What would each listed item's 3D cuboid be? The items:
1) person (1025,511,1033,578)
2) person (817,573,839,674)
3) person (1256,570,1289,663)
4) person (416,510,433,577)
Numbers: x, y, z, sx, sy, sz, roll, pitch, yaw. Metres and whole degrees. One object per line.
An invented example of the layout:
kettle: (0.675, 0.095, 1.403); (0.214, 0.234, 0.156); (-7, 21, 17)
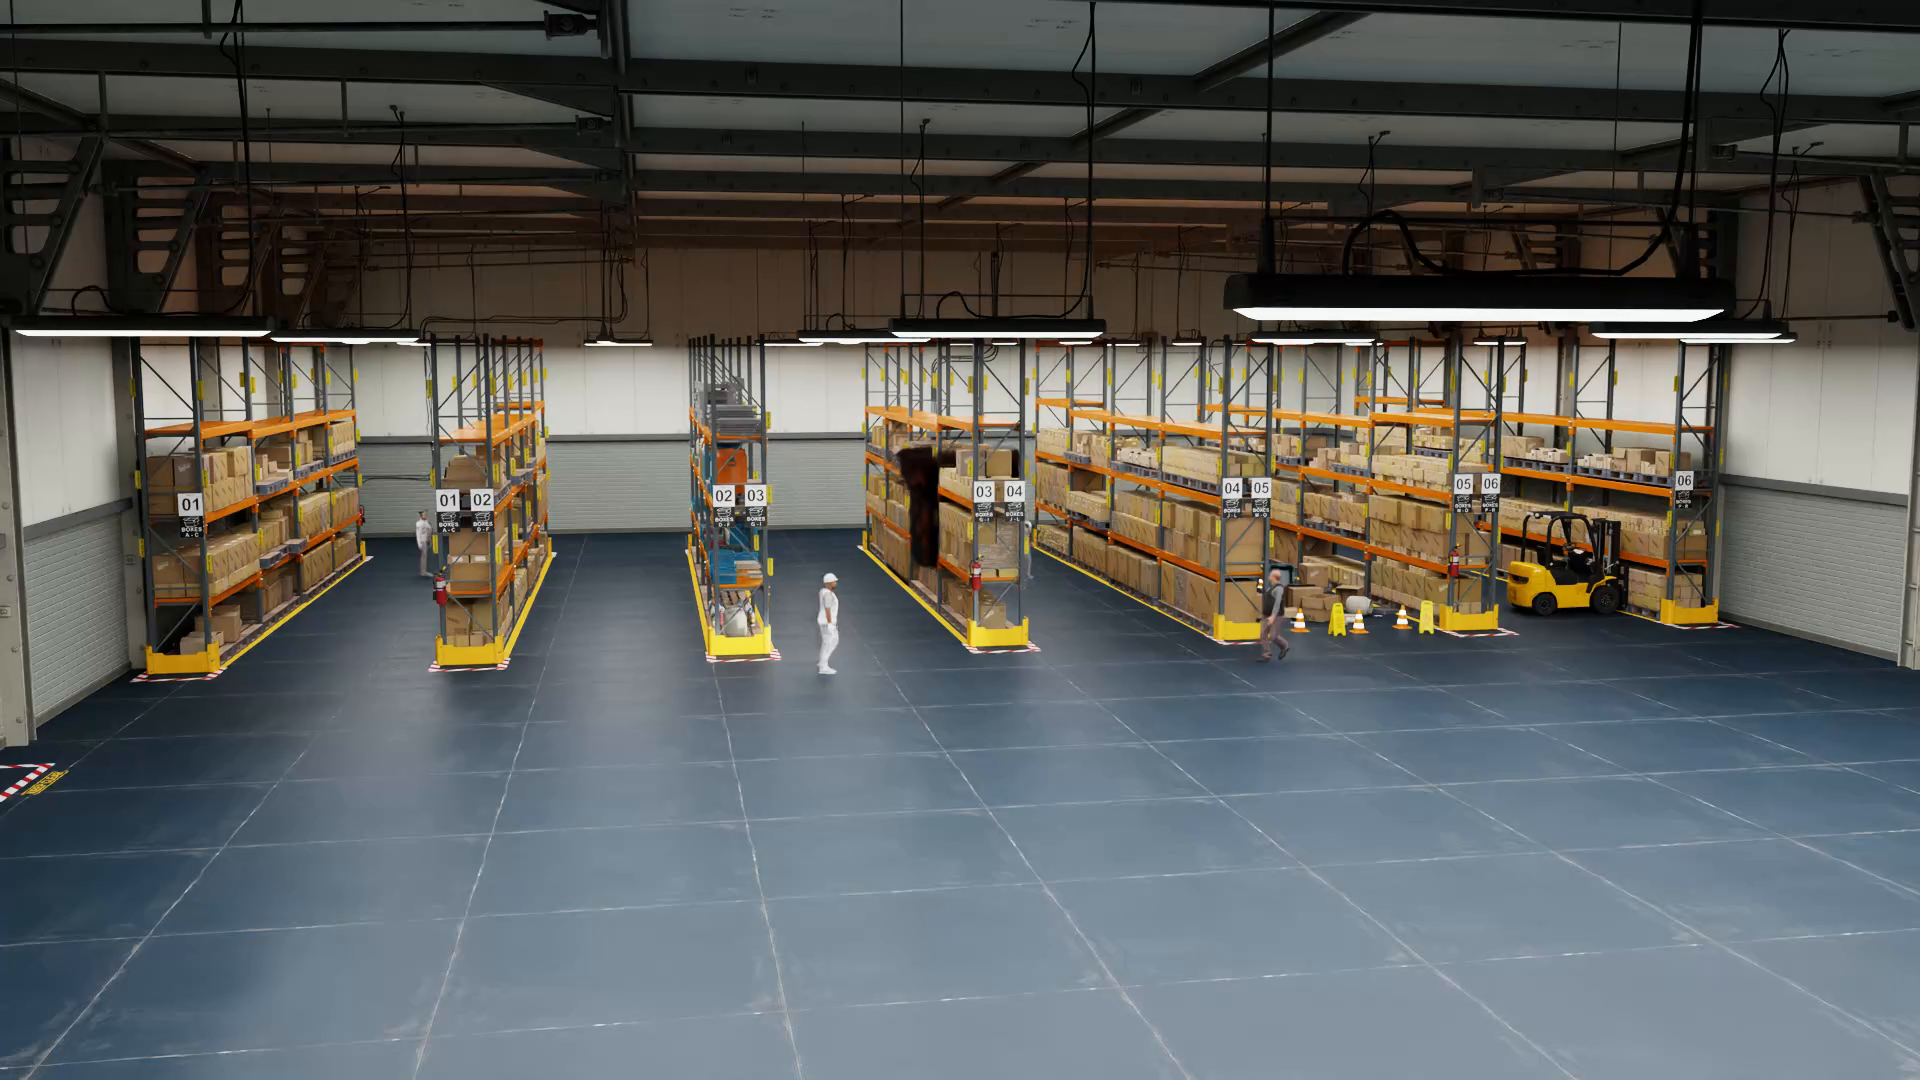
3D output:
person: (1.479, 0.096, 39.630); (0.520, 1.625, 0.922); (-2, 7, -20)
person: (-2.327, 1.480, 29.431); (0.386, 1.782, 0.680); (-1, 7, -8)
person: (5.758, 1.397, 30.537); (0.652, 1.695, 0.511); (-4, 8, -31)
person: (-13.544, 0.067, 42.164); (0.391, 1.691, 0.513); (0, 7, -2)
